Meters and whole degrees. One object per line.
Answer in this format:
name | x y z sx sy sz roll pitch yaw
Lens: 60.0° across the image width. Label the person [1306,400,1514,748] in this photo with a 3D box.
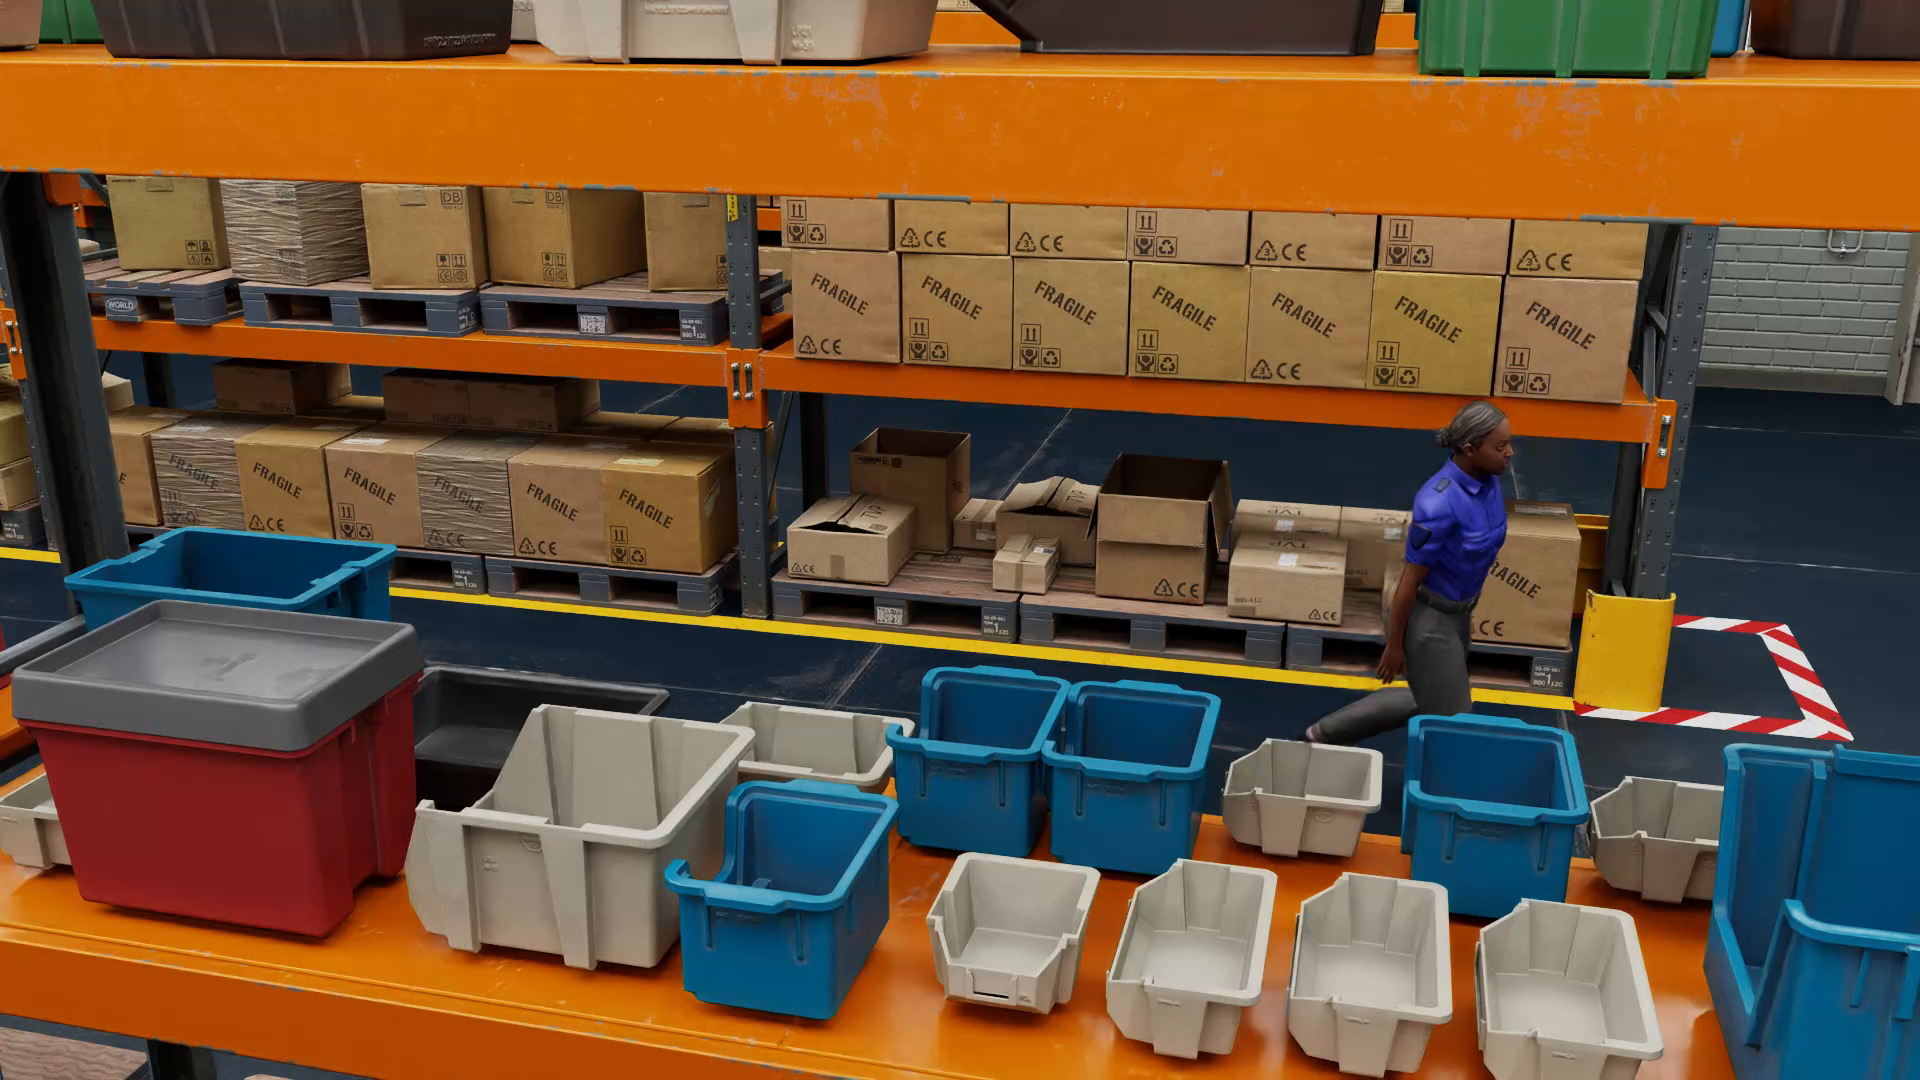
person | 1.564 0.257 5.797 0.786 1.611 0.506 14 23 36
